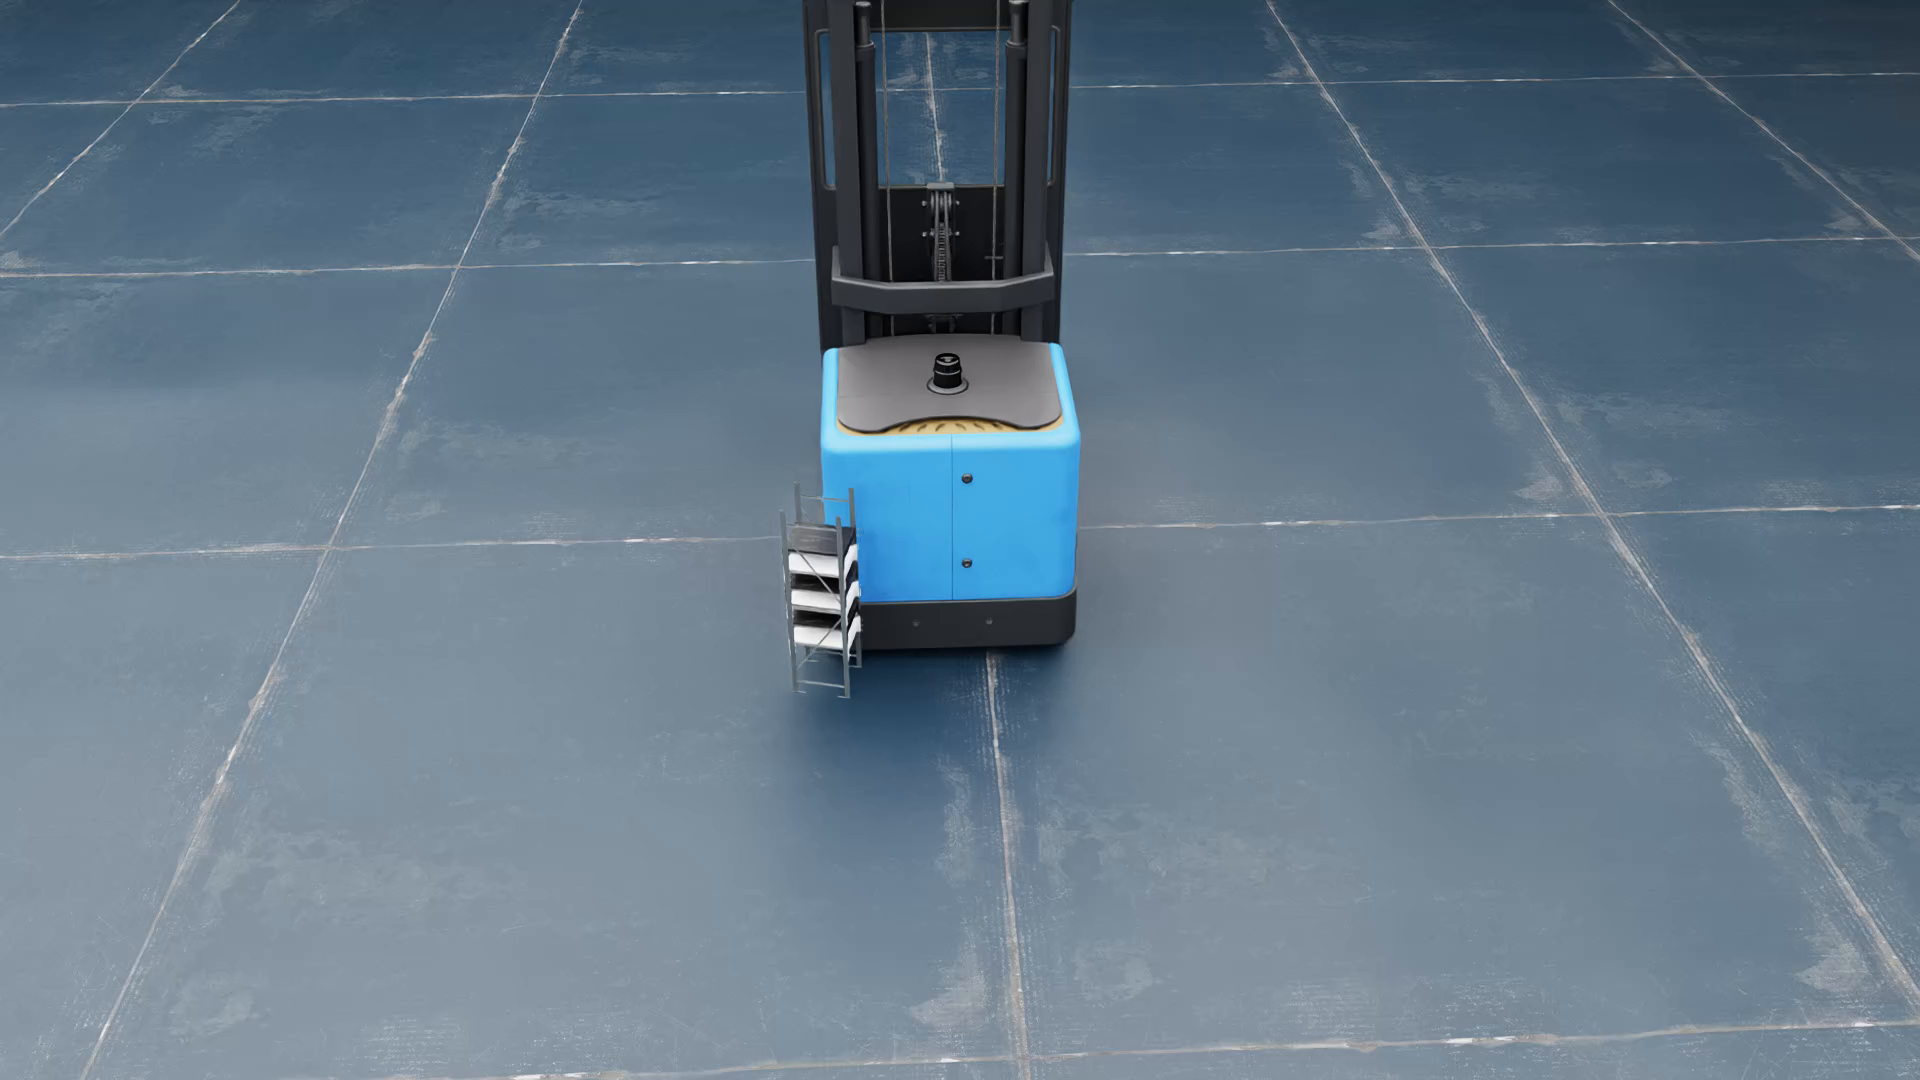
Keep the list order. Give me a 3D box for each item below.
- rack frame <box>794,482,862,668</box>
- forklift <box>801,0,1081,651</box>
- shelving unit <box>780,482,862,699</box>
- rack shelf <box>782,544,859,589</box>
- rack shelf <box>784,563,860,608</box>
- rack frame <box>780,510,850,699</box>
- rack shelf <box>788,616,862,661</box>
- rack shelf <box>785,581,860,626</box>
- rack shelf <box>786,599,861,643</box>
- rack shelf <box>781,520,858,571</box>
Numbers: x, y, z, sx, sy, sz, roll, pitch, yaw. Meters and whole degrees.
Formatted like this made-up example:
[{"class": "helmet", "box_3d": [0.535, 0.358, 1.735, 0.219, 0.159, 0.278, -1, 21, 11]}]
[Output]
[{"class": "rack frame", "box_3d": [-0.529, 0.155, 6.733, 0.240, 0.900, 0.006, 6, 36, 9]}, {"class": "forklift", "box_3d": [-0.106, -1.556, 7.423, 1.130, 2.935, 3.031, -2, 35, -2]}, {"class": "shelving unit", "box_3d": [-0.549, 0.212, 6.651, 0.258, 0.900, 0.210, 6, 36, 9]}, {"class": "rack shelf", "box_3d": [-0.549, 0.092, 6.567, 0.258, 0.077, 0.200, 6, 36, 9]}, {"class": "rack shelf", "box_3d": [-0.549, 0.166, 6.619, 0.258, 0.077, 0.200, 6, 36, 9]}, {"class": "rack frame", "box_3d": [-0.568, 0.270, 6.570, 0.240, 0.900, 0.006, 6, 36, 9]}, {"class": "rack shelf", "box_3d": [-0.548, 0.387, 6.774, 0.258, 0.077, 0.200, 6, 36, 9]}, {"class": "rack shelf", "box_3d": [-0.549, 0.240, 6.670, 0.258, 0.077, 0.200, 6, 36, 9]}, {"class": "rack shelf", "box_3d": [-0.549, 0.313, 6.722, 0.258, 0.077, 0.200, 6, 36, 9]}, {"class": "rack shelf", "box_3d": [-0.549, 0.019, 6.515, 0.258, 0.077, 0.200, 6, 36, 9]}]
